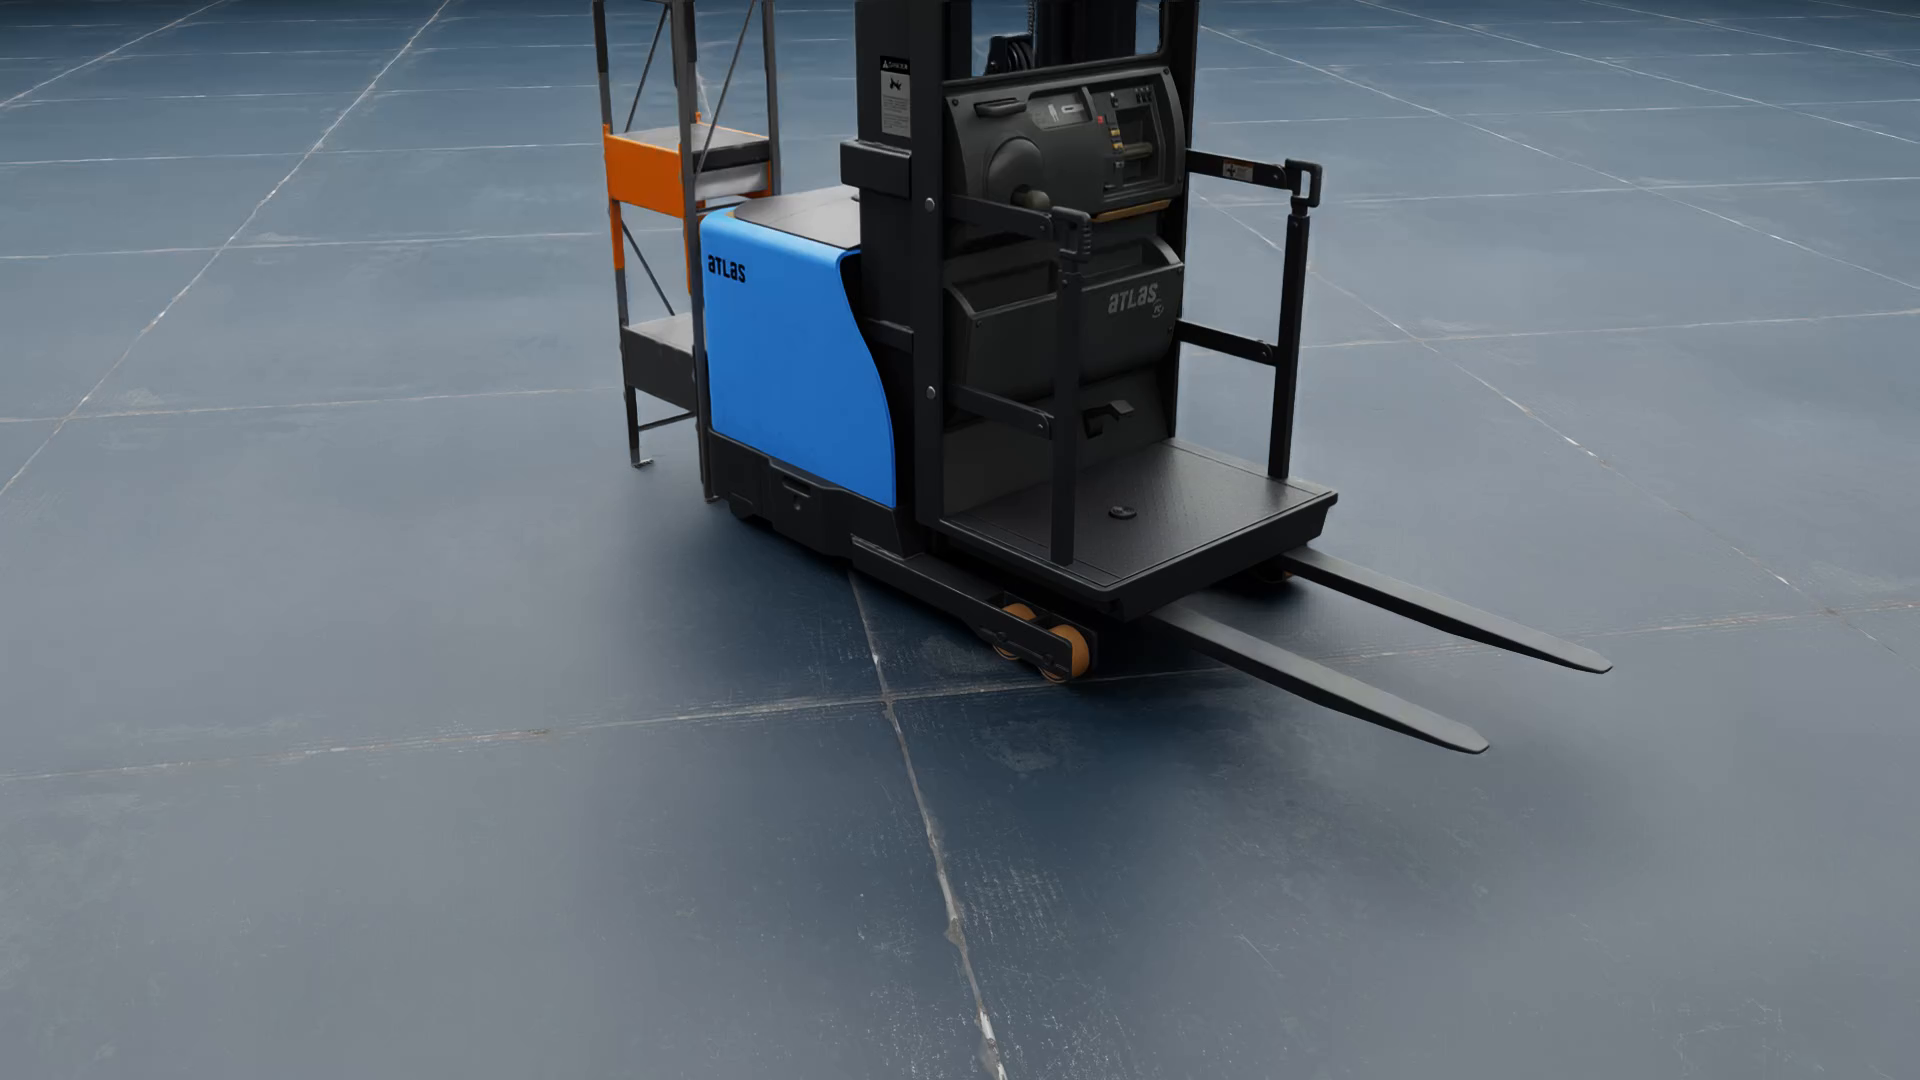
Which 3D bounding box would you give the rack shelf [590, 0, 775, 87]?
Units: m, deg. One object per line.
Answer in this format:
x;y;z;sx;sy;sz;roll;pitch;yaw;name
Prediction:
-0.948;-1.853;5.655;0.431;0.518;0.480;-20;31;-39;rack shelf

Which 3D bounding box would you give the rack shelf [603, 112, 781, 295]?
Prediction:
-0.948;-1.212;5.936;0.431;0.518;0.480;-20;31;-39;rack shelf

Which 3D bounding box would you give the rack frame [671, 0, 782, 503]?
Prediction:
-0.782;-1.153;5.766;0.400;2.100;0.015;-20;31;-39;rack frame

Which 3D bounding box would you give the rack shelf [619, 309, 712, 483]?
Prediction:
-0.948;-0.570;6.216;0.431;0.518;0.480;-20;31;-39;rack shelf

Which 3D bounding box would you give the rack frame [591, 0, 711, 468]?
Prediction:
-1.114;-1.296;6.094;0.400;2.100;0.015;-20;31;-39;rack frame

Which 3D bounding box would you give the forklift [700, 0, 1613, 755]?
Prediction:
0.472;-1.161;4.745;1.130;2.935;3.031;-20;31;-38;forklift

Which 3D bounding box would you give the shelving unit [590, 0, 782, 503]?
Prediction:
-0.948;-1.224;5.930;0.431;2.100;0.503;-20;31;-39;shelving unit
